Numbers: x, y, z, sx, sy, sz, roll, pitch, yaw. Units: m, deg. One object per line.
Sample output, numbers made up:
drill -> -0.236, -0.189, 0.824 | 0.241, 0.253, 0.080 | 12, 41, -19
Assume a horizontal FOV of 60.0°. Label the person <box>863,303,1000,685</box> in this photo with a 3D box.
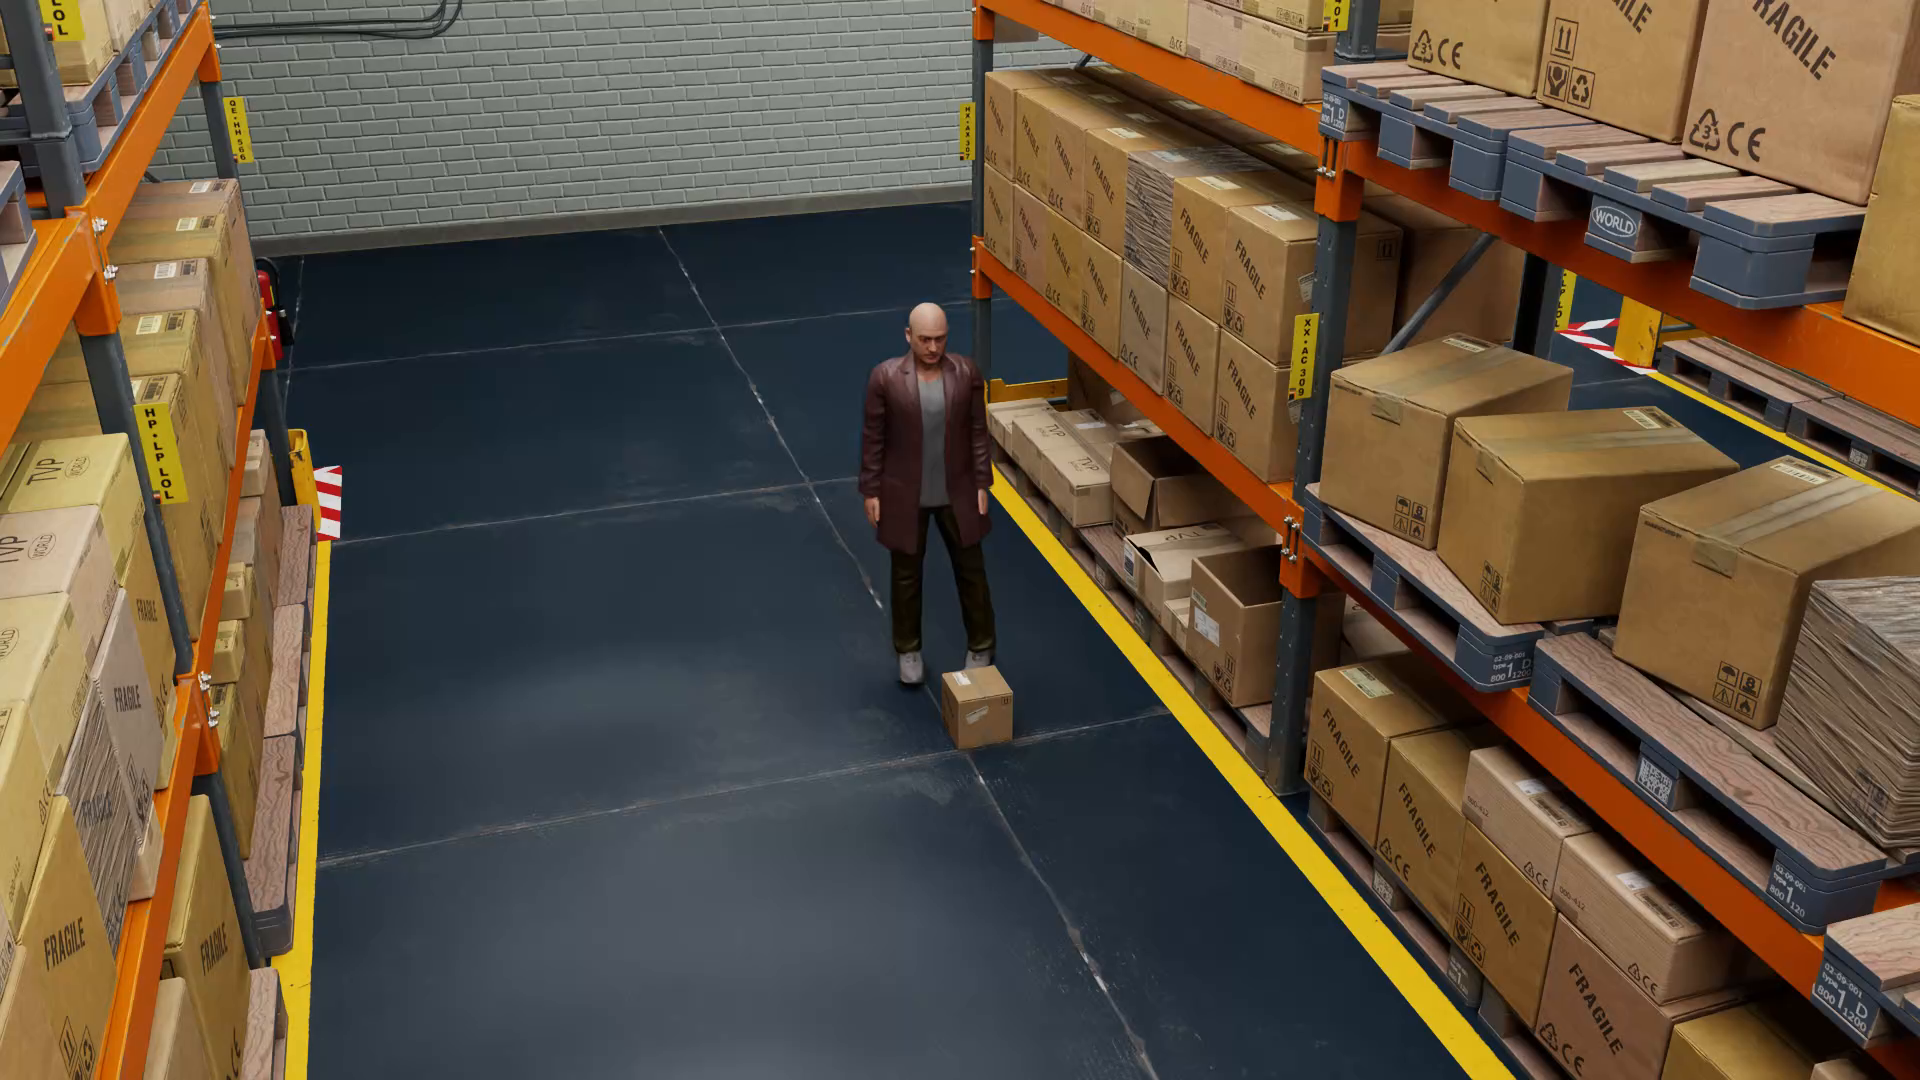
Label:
person -> -0.111, -0.187, 7.492 | 0.630, 1.784, 0.423 | -5, 26, -11
